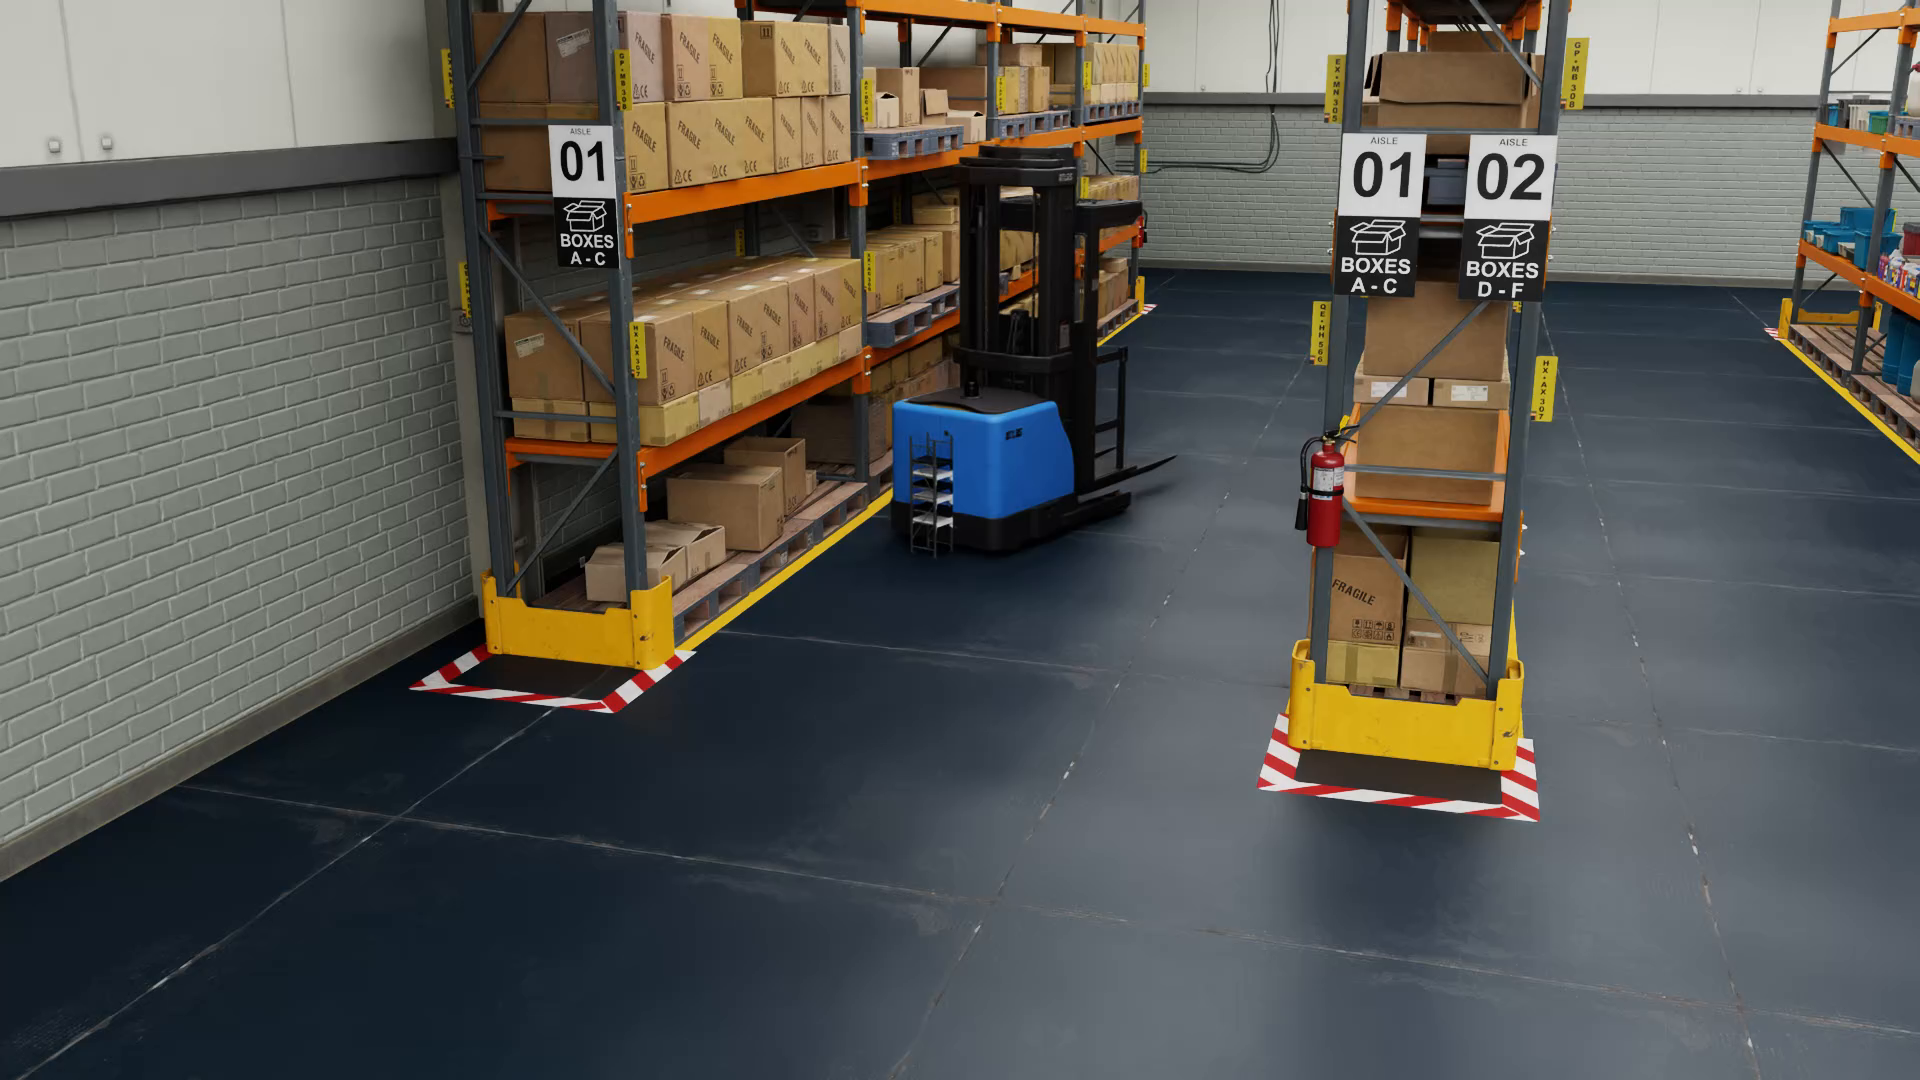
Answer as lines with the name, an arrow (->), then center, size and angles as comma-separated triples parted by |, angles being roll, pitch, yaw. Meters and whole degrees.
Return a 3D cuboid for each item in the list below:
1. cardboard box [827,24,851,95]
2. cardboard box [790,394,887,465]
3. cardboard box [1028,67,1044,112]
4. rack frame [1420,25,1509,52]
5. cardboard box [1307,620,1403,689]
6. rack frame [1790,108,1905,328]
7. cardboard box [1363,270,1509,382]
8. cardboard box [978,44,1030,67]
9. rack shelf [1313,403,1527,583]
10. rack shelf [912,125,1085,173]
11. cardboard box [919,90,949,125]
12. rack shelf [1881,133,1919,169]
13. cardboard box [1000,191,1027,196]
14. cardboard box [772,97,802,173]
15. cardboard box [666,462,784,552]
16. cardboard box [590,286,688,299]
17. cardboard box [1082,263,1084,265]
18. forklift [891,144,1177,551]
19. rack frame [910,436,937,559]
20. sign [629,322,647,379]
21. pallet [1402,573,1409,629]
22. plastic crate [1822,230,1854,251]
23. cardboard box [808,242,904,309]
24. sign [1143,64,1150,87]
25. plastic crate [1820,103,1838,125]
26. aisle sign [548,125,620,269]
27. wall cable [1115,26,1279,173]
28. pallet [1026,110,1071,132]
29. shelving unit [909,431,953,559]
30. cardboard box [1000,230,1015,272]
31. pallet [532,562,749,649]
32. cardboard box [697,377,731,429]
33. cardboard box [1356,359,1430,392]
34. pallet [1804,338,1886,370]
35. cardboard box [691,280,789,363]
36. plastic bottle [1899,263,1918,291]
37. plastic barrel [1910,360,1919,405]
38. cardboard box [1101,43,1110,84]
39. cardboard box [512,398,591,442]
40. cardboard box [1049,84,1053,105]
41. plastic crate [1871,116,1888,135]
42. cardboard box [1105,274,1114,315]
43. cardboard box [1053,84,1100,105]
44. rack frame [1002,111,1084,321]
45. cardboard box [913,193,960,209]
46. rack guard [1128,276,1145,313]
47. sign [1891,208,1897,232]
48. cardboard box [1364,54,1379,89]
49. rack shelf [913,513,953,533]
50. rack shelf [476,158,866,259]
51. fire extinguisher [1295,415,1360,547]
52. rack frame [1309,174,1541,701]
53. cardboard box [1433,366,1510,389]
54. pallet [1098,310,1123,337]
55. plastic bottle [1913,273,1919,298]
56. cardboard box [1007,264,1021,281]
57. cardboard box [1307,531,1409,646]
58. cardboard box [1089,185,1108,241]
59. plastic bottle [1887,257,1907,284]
cardboard box -> -1.131, -3.599, 12.472 | 0.500, 0.500, 0.500 | 3, 16, 11
cardboard box -> -1.055, -0.972, 14.535 | 0.700, 0.500, 0.500 | 5, 17, 18
cardboard box -> 0.573, -5.193, 19.154 | 0.700, 0.500, 0.500 | 4, 16, 15
rack frame -> 5.775, -6.365, 18.780 | 1.000, 3.000, 0.127 | 5, 16, 16
cardboard box -> 2.234, 0.618, 9.423 | 0.500, 0.250, 0.500 | 5, 16, 16
rack frame -> 11.660, -4.141, 21.930 | 1.000, 3.000, 0.127 | 5, 16, 16
cardboard box -> 2.525, -1.147, 8.815 | 0.700, 0.500, 0.500 | 5, 16, 16
cardboard box -> 0.507, -5.560, 19.075 | 0.500, 0.250, 0.500 | 4, 16, 14
rack shelf -> 2.934, -0.517, 10.473 | 1.077, 0.370, 4.000 | 5, 16, 16
rack shelf -> 0.457, -4.436, 18.793 | 1.077, 0.370, 4.000 | 5, 16, 16
cardboard box -> -0.569, -3.986, 15.663 | 0.797, 0.503, 0.637 | 7, 17, 24
rack shelf -> 9.955, -3.668, 16.085 | 1.077, 0.370, 4.000 | 5, 16, 16
cardboard box -> 0.416, -3.617, 17.945 | 0.500, 0.250, 0.500 | 4, 16, 15
cardboard box -> -1.432, -2.840, 11.627 | 0.500, 0.500, 0.500 | 4, 16, 14
cardboard box -> -1.684, -0.243, 11.964 | 0.700, 0.500, 0.500 | 4, 16, 12
cardboard box -> -2.160, -1.427, 11.229 | 0.500, 0.500, 0.500 | 4, 16, 14
cardboard box -> 1.616, -3.813, 23.398 | 0.380, 0.149, 0.250 | 5, 17, 17
forklift -> 0.748, -1.669, 13.341 | 1.130, 2.935, 3.031 | 11, 19, 35
rack frame -> -0.273, -0.311, 12.278 | 0.240, 0.900, 0.006 | 11, 19, 35
sign -> -1.865, -1.097, 9.614 | 0.100, 0.325, 0.005 | 5, 16, 16
pallet -> 2.891, 0.480, 10.749 | 1.003, 0.211, 1.213 | 5, 16, 16
plastic crate -> 10.900, -3.705, 20.593 | 0.416, 0.233, 0.300 | 5, 16, 16
cardboard box -> -0.905, -2.305, 14.470 | 0.700, 0.500, 0.500 | 6, 17, 22
sign -> 2.678, -6.694, 23.958 | 0.100, 0.325, 0.005 | 5, 16, 16
plastic crate -> 11.284, -5.442, 21.260 | 0.497, 0.269, 0.590 | 5, 16, 16
aisle sign -> -2.118, -1.931, 9.378 | 0.394, 0.787, 0.004 | 5, 16, 16
wall cable -> 4.112, -7.753, 29.363 | 3.097, 2.526, 0.112 | 5, 16, 16
pallet -> 0.812, -4.970, 19.707 | 0.805, 0.209, 1.217 | 4, 16, 14
shelving unit -> -0.212, -0.334, 12.357 | 0.258, 0.900, 0.210 | 11, 19, 35
cardboard box -> 0.272, -3.124, 17.581 | 0.500, 0.500, 0.500 | 5, 17, 18
pallet -> -2.099, 0.389, 11.071 | 1.003, 0.211, 1.213 | 5, 16, 16
cardboard box -> -1.808, -0.900, 10.745 | 0.500, 0.250, 0.500 | 4, 16, 14
cardboard box -> 2.364, -0.883, 9.074 | 0.380, 0.149, 0.250 | 5, 17, 17
pallet -> 11.040, -2.268, 20.439 | 1.003, 0.211, 1.213 | 5, 16, 16
cardboard box -> -1.523, -1.522, 11.562 | 0.500, 0.500, 0.500 | 5, 17, 18
plastic bottle -> 9.764, -2.701, 17.081 | 0.152, 0.276, 0.135 | 5, 16, 16
plastic barrel -> 9.905, -1.632, 16.876 | 0.421, 0.512, 0.421 | 0, 16, 0
cardboard box -> 1.637, -6.144, 21.444 | 0.500, 0.500, 0.500 | 4, 16, 15
cardboard box -> -2.438, -0.798, 10.383 | 0.500, 0.250, 0.500 | 5, 17, 17
cardboard box -> 0.995, -5.681, 21.185 | 0.500, 0.250, 0.500 | 5, 17, 16
plastic crate -> 10.354, -4.569, 18.334 | 0.450, 0.188, 0.662 | 5, 16, 16
cardboard box -> 1.774, -3.455, 23.324 | 0.700, 0.500, 0.500 | 4, 16, 14
cardboard box -> 1.474, -5.644, 21.055 | 0.500, 0.250, 0.500 | 5, 16, 16
rack frame -> 1.025, -3.862, 20.949 | 1.000, 3.000, 0.127 | 5, 16, 16
cardboard box -> -0.231, -3.516, 17.590 | 0.500, 0.250, 0.500 | 5, 17, 17
rack guard -> 2.169, -3.713, 25.002 | 1.175, 0.500, 0.348 | 5, 16, 16
sign -> 12.192, -4.181, 21.773 | 0.100, 0.325, 0.005 | 5, 16, 16
cardboard box -> 2.913, -2.727, 10.235 | 0.797, 0.503, 0.637 | 7, 17, 22
rack shelf -> -0.212, -0.128, 12.415 | 0.258, 0.077, 0.200 | 11, 19, 35
rack shelf -> -1.817, -2.343, 11.414 | 1.077, 0.370, 4.000 | 5, 16, 16
fire extinguisher -> 1.886, -0.308, 8.558 | 0.296, 0.674, 0.183 | 5, 16, 16
rack frame -> 2.365, -0.340, 8.530 | 1.000, 3.000, 0.127 | 5, 16, 16
cardboard box -> 2.756, -0.855, 8.975 | 0.380, 0.149, 0.250 | 4, 16, 14
pallet -> 1.661, -3.034, 23.139 | 1.003, 0.211, 1.213 | 5, 16, 16
plastic bottle -> 9.593, -2.583, 16.531 | 0.144, 0.351, 0.185 | 5, 16, 16
cardboard box -> 0.440, -2.901, 17.984 | 0.380, 0.149, 0.250 | 5, 17, 18
cardboard box -> 2.232, 0.257, 9.321 | 0.500, 0.500, 0.500 | 5, 16, 16
cardboard box -> 1.407, -4.338, 22.076 | 0.980, 0.700, 0.700 | 4, 16, 14
plastic bottle -> 9.923, -2.847, 17.597 | 0.152, 0.276, 0.135 | 5, 16, 16
